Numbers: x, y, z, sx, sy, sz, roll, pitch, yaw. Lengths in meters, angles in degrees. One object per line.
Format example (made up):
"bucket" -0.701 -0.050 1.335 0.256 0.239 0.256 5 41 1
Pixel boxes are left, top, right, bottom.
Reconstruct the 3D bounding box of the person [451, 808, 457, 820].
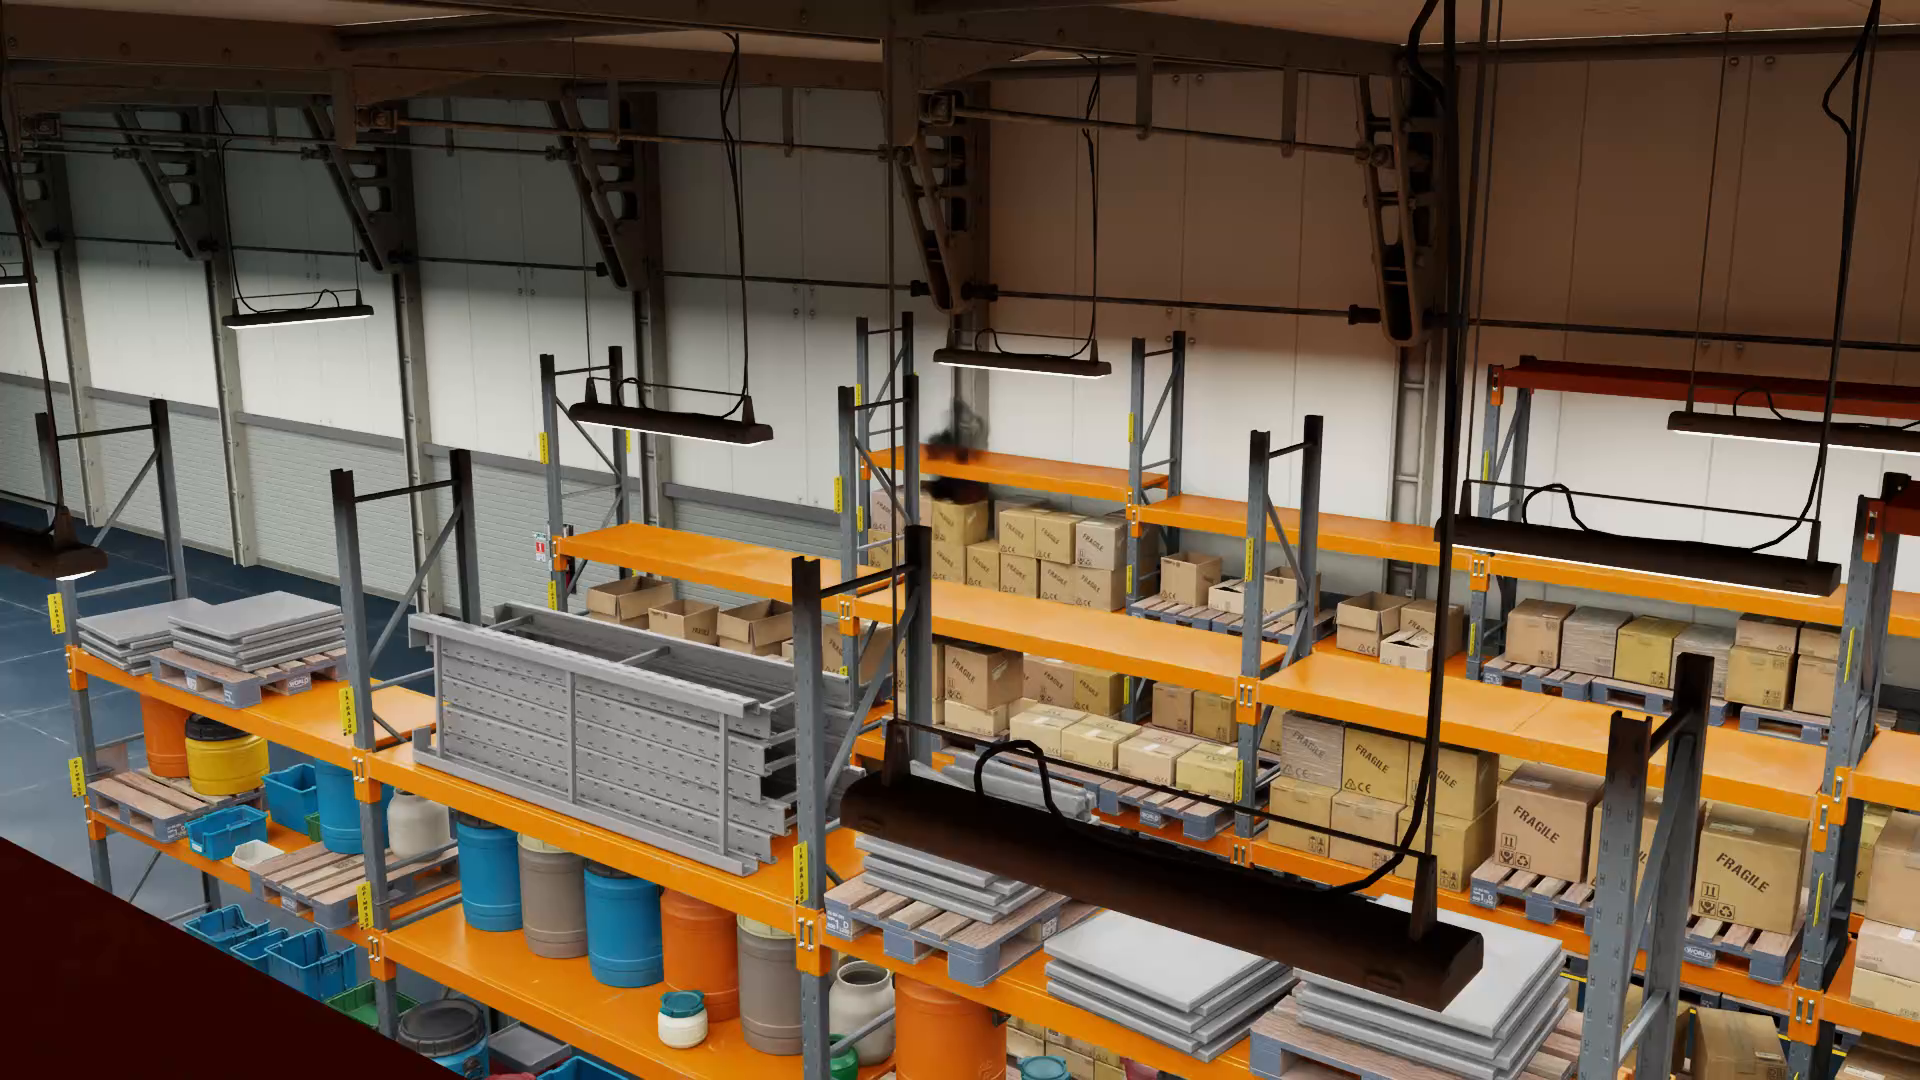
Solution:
"person" -5.587 2.837 19.084 0.636 1.615 0.611 -5 14 -19
